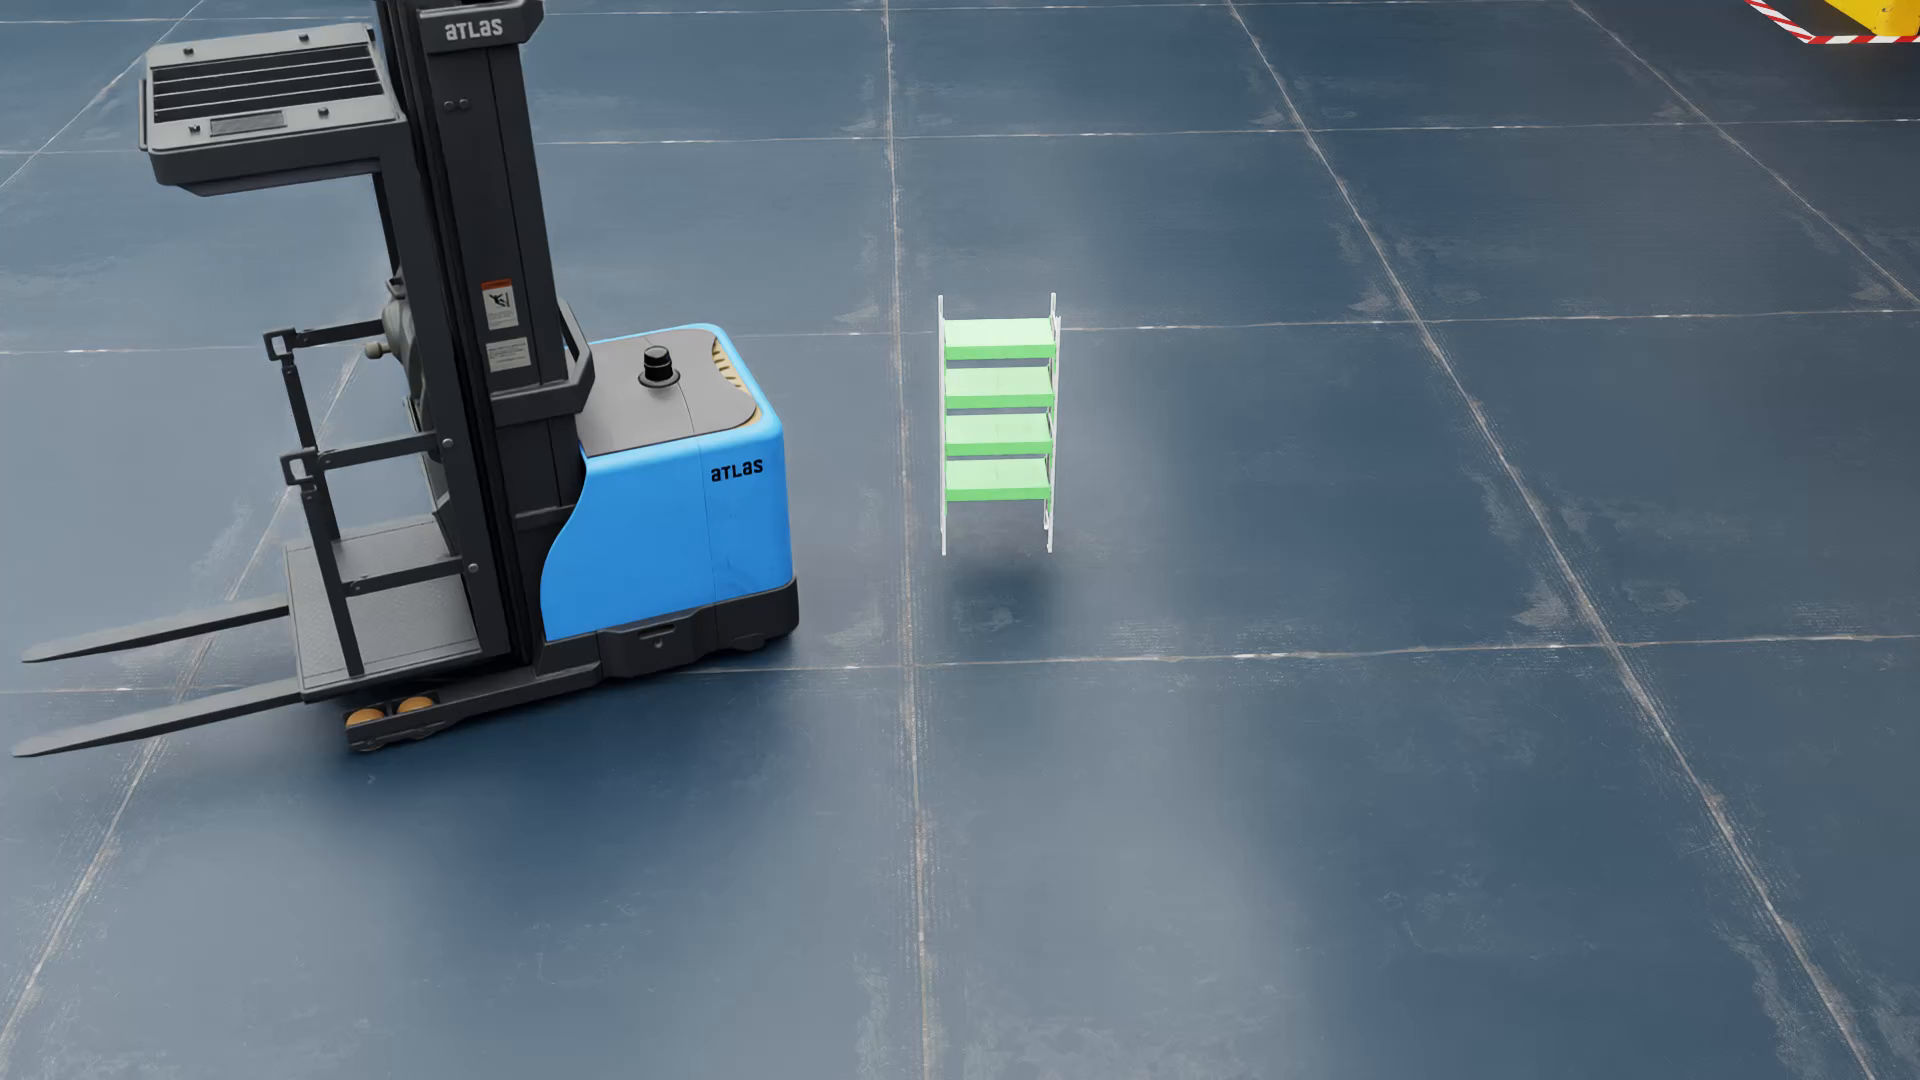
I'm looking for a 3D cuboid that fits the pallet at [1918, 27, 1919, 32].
[{"bbox_3d":[8.573,-4.613,14.230,1.213,0.211,1.003,-2,35,-2],"label":"pallet"}]

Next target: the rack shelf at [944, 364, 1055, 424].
[{"bbox_3d":[0.165,-0.643,7.315,0.480,0.148,0.258,-2,35,-2],"label":"rack shelf"}]

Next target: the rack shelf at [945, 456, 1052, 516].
[{"bbox_3d":[0.165,-0.248,7.588,0.480,0.148,0.258,-2,35,-2],"label":"rack shelf"}]

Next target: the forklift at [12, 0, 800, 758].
[{"bbox_3d":[-2.256,-0.716,6.209,3.031,2.935,1.130,-13,37,-18],"label":"forklift"}]

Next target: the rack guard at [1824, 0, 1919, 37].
[{"bbox_3d":[7.762,-4.713,14.120,0.348,0.500,1.175,-2,35,-2],"label":"rack guard"}]

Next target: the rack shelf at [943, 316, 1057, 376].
[{"bbox_3d":[0.165,-0.840,7.178,0.480,0.148,0.258,-2,35,-2],"label":"rack shelf"}]

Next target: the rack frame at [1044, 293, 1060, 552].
[{"bbox_3d":[0.409,-0.504,7.424,0.015,1.200,0.240,-2,35,-2],"label":"rack frame"}]

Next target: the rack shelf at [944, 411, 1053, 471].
[{"bbox_3d":[0.165,-0.445,7.451,0.480,0.148,0.258,-2,35,-2],"label":"rack shelf"}]

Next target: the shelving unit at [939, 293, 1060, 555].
[{"bbox_3d":[0.165,-0.498,7.415,0.503,1.200,0.258,-2,35,-2],"label":"shelving unit"}]

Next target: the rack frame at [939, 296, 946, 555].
[{"bbox_3d":[-0.078,-0.491,7.405,0.015,1.200,0.240,-2,35,-2],"label":"rack frame"}]
